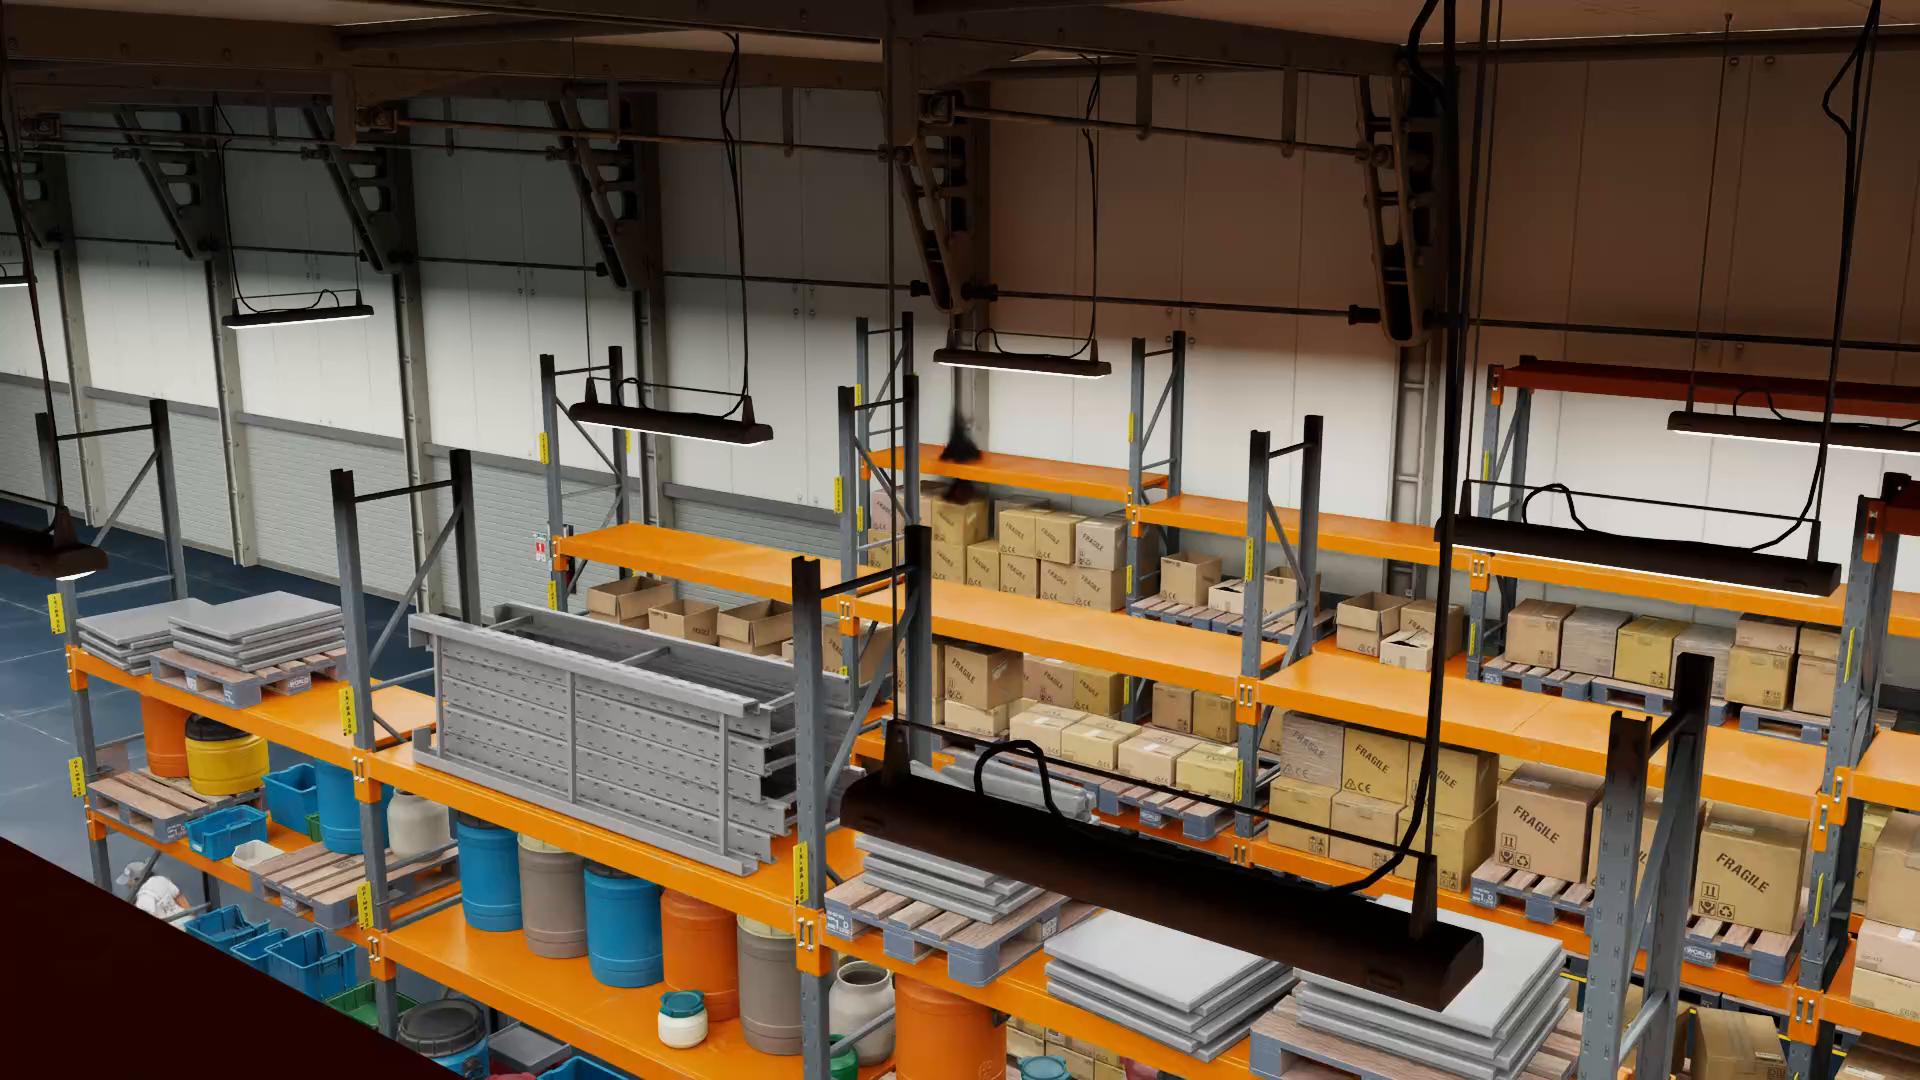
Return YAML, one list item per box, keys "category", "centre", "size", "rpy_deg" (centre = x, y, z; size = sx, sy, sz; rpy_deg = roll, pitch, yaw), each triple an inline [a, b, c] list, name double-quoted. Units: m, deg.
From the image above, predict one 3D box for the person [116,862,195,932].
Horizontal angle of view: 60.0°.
- category: "person"
  centre: [-7.473, 3.732, 15.610]
  size: [0.679, 1.561, 0.566]
  rpy_deg: [-2, 13, -9]
